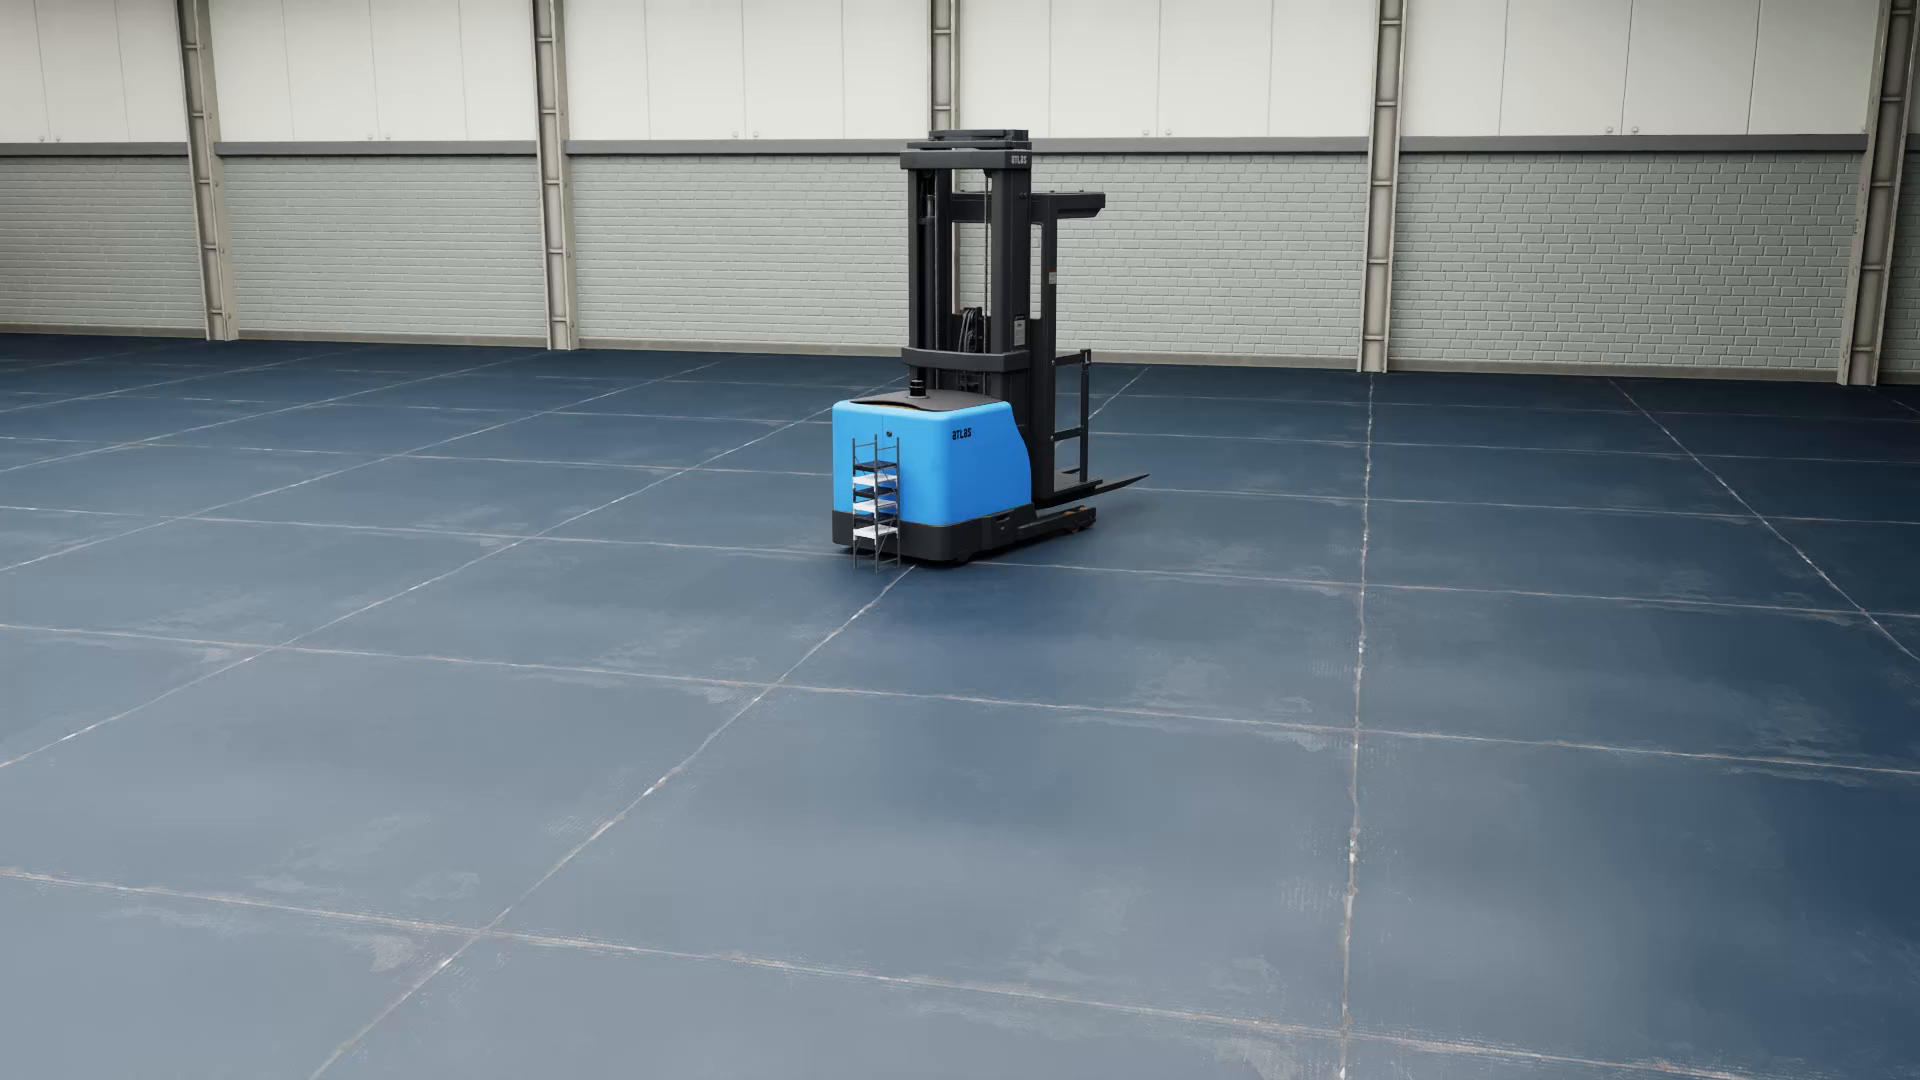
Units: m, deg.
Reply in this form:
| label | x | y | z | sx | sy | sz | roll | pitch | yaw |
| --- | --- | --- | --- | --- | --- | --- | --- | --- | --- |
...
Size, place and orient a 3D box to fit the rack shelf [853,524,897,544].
| label | x | y | z | sx | sy | sz | roll | pitch | yaw |
| --- | --- | --- | --- | --- | --- | --- | --- | --- | --- |
| rack shelf | -0.567 | -0.042 | 11.330 | 0.200 | 0.077 | 0.258 | 10 | 16 | 39 |

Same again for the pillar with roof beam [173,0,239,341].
| label | x | y | z | sx | sy | sz | roll | pitch | yaw |
| --- | --- | --- | --- | --- | --- | --- | --- | --- | --- |
| pillar with roof beam | -12.909 | -6.721 | 21.753 | 0.400 | 9.000 | 9.100 | 3 | 13 | 14 |

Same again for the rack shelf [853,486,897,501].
| label | x | y | z | sx | sy | sz | roll | pitch | yaw |
| --- | --- | --- | --- | --- | --- | --- | --- | --- | --- |
| rack shelf | -0.567 | -0.305 | 11.271 | 0.200 | 0.077 | 0.258 | 10 | 16 | 39 |

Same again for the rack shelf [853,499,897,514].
| label | x | y | z | sx | sy | sz | roll | pitch | yaw |
| --- | --- | --- | --- | --- | --- | --- | --- | --- | --- |
| rack shelf | -0.567 | -0.218 | 11.291 | 0.200 | 0.077 | 0.258 | 10 | 16 | 39 |

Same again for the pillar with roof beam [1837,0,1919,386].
| label | x | y | z | sx | sy | sz | roll | pitch | yaw |
| --- | --- | --- | --- | --- | --- | --- | --- | --- | --- |
| pillar with roof beam | 10.392 | -5.476 | 16.140 | 0.400 | 9.000 | 9.100 | 3 | 13 | 14 |

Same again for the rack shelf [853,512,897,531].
| label | x | y | z | sx | sy | sz | roll | pitch | yaw |
| --- | --- | --- | --- | --- | --- | --- | --- | --- | --- |
| rack shelf | -0.567 | -0.130 | 11.310 | 0.200 | 0.077 | 0.258 | 10 | 16 | 39 |

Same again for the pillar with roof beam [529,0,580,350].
| label | x | y | z | sx | sy | sz | roll | pitch | yaw |
| --- | --- | --- | --- | --- | --- | --- | --- | --- | --- |
| pillar with roof beam | -7.084 | -6.410 | 20.350 | 0.400 | 9.000 | 9.100 | 3 | 13 | 14 |

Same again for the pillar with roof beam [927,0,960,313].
| label | x | y | z | sx | sy | sz | roll | pitch | yaw |
| --- | --- | --- | --- | --- | --- | --- | --- | --- | --- |
| pillar with roof beam | -1.259 | -6.099 | 18.947 | 0.400 | 9.000 | 9.100 | 3 | 13 | 14 |

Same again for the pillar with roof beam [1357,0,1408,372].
| label | x | y | z | sx | sy | sz | roll | pitch | yaw |
| --- | --- | --- | --- | --- | --- | --- | --- | --- | --- |
| pillar with roof beam | 4.567 | -5.787 | 17.543 | 0.400 | 9.000 | 9.100 | 3 | 13 | 14 |

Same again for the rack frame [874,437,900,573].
| label | x | y | z | sx | sy | sz | roll | pitch | yaw |
| --- | --- | --- | --- | --- | --- | --- | --- | --- | --- |
| rack frame | -0.489 | -0.236 | 11.220 | 0.006 | 0.900 | 0.240 | 10 | 16 | 39 |

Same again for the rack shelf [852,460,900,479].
| label | x | y | z | sx | sy | sz | roll | pitch | yaw |
| --- | --- | --- | --- | --- | --- | --- | --- | --- | --- |
| rack shelf | -0.567 | -0.481 | 11.232 | 0.200 | 0.077 | 0.258 | 10 | 16 | 39 |

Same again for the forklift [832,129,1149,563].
| label | x | y | z | sx | sy | sz | roll | pitch | yaw |
| --- | --- | --- | --- | --- | --- | --- | --- | --- | --- |
| forklift | 0.379 | -1.540 | 12.406 | 1.130 | 2.935 | 3.031 | 9 | 16 | 36 |

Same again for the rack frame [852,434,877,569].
| label | x | y | z | sx | sy | sz | roll | pitch | yaw |
| --- | --- | --- | --- | --- | --- | --- | --- | --- | --- |
| rack frame | -0.645 | -0.264 | 11.347 | 0.006 | 0.900 | 0.240 | 10 | 16 | 39 |

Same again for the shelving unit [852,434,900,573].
| label | x | y | z | sx | sy | sz | roll | pitch | yaw |
| --- | --- | --- | --- | --- | --- | --- | --- | --- | --- |
| shelving unit | -0.567 | -0.250 | 11.284 | 0.210 | 0.900 | 0.258 | 10 | 16 | 39 |

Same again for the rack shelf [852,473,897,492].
| label | x | y | z | sx | sy | sz | roll | pitch | yaw |
| --- | --- | --- | --- | --- | --- | --- | --- | --- | --- |
| rack shelf | -0.567 | -0.393 | 11.252 | 0.200 | 0.077 | 0.258 | 10 | 16 | 39 |
